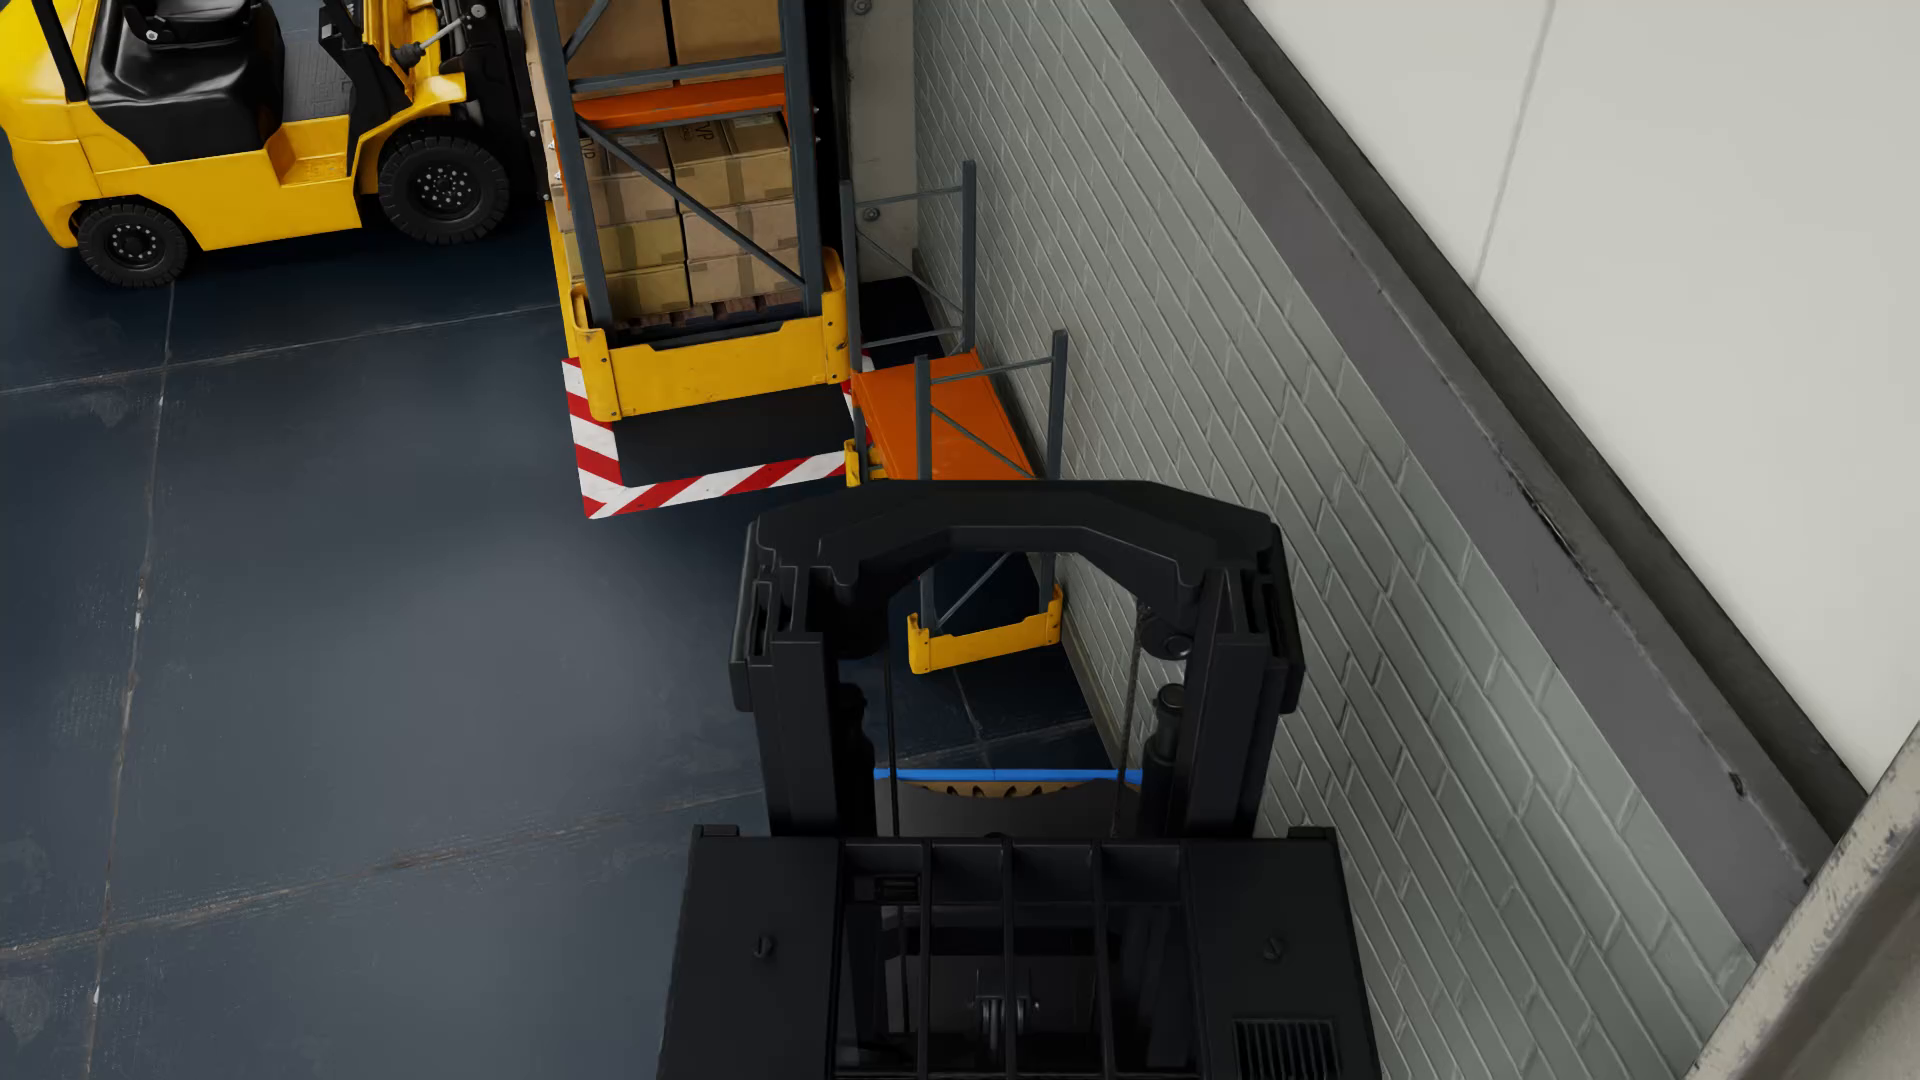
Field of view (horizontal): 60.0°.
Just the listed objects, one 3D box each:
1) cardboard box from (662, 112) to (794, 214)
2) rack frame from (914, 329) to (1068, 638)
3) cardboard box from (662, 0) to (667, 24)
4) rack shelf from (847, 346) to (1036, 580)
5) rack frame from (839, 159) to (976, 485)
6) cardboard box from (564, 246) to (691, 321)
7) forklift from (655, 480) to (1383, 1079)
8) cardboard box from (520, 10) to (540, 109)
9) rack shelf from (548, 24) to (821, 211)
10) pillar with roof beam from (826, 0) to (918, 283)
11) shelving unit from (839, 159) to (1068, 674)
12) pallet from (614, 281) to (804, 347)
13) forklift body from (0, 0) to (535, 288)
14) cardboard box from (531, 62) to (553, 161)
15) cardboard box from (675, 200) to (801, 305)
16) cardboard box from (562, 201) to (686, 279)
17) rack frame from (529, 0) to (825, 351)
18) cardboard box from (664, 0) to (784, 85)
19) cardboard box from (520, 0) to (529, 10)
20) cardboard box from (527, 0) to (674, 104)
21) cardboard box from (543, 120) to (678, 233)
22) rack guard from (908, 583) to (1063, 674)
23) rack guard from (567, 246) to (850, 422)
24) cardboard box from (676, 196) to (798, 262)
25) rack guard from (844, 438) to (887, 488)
[{"bbox_3d":[-1.024,-1.697,7.244,0.500,0.250,0.500,-11,47,-11],"label":"cardboard box"},{"bbox_3d":[0.101,-0.090,5.788,0.500,1.500,0.032,-12,47,-11],"label":"rack frame"},{"bbox_3d":[-1.097,-2.580,7.108,0.500,0.500,0.500,-9,46,-9],"label":"cardboard box"},{"bbox_3d":[-0.042,-0.313,6.258,0.538,0.185,1.000,-12,47,-11],"label":"rack shelf"},{"bbox_3d":[-0.186,-0.787,6.471,0.500,1.500,0.032,-12,47,-11],"label":"rack frame"},{"bbox_3d":[-1.510,-1.247,7.503,0.500,0.250,0.500,-10,46,-10],"label":"cardboard box"},{"bbox_3d":[0.089,1.417,3.309,1.130,2.935,3.031,0,46,0],"label":"forklift"},{"bbox_3d":[-1.779,-2.290,7.825,0.500,0.250,0.500,-10,46,-10],"label":"cardboard box"},{"bbox_3d":[-1.596,-2.925,8.020,1.077,0.370,4.000,-11,47,-10],"label":"rack shelf"},{"bbox_3d":[-4.553,-3.754,4.129,9.100,9.000,0.400,-11,47,-10],"label":"pillar with roof beam"},{"bbox_3d":[-0.045,-0.445,6.136,0.587,1.500,1.083,-12,47,-11],"label":"shelving unit"},{"bbox_3d":[-1.321,-1.341,7.916,1.003,0.211,1.213,-11,47,-10],"label":"pallet"},{"bbox_3d":[-3.333,-2.475,7.669,2.313,2.155,1.214,-11,47,-10],"label":"forklift body"},{"bbox_3d":[-1.640,-1.943,7.485,0.500,0.250,0.500,-10,46,-10],"label":"cardboard box"},{"bbox_3d":[-1.021,-1.356,7.609,0.500,0.250,0.500,-11,47,-10],"label":"cardboard box"},{"bbox_3d":[-1.511,-1.435,7.337,0.500,0.250,0.500,-11,47,-11],"label":"cardboard box"},{"bbox_3d":[-1.084,-1.796,6.410,1.000,3.000,0.127,-11,47,-10],"label":"rack frame"},{"bbox_3d":[-0.943,-2.224,6.759,0.500,0.500,0.500,-9,46,-9],"label":"cardboard box"},{"bbox_3d":[-1.901,-2.641,8.169,0.500,0.250,0.500,-12,47,-11],"label":"cardboard box"},{"bbox_3d":[-1.464,-2.123,6.660,0.500,0.500,0.500,-12,47,-11],"label":"cardboard box"},{"bbox_3d":[-1.504,-1.592,7.141,0.500,0.250,0.500,-9,46,-9],"label":"cardboard box"},{"bbox_3d":[0.096,0.334,6.248,0.587,0.250,0.087,-12,47,-11],"label":"rack guard"},{"bbox_3d":[-1.078,-0.905,7.287,1.175,0.500,0.348,-11,47,-10],"label":"rack guard"},{"bbox_3d":[-1.004,-1.518,7.419,0.500,0.250,0.500,-10,46,-10],"label":"cardboard box"},{"bbox_3d":[-0.185,-0.349,6.917,0.587,0.250,0.087,-12,47,-11],"label":"rack guard"}]
